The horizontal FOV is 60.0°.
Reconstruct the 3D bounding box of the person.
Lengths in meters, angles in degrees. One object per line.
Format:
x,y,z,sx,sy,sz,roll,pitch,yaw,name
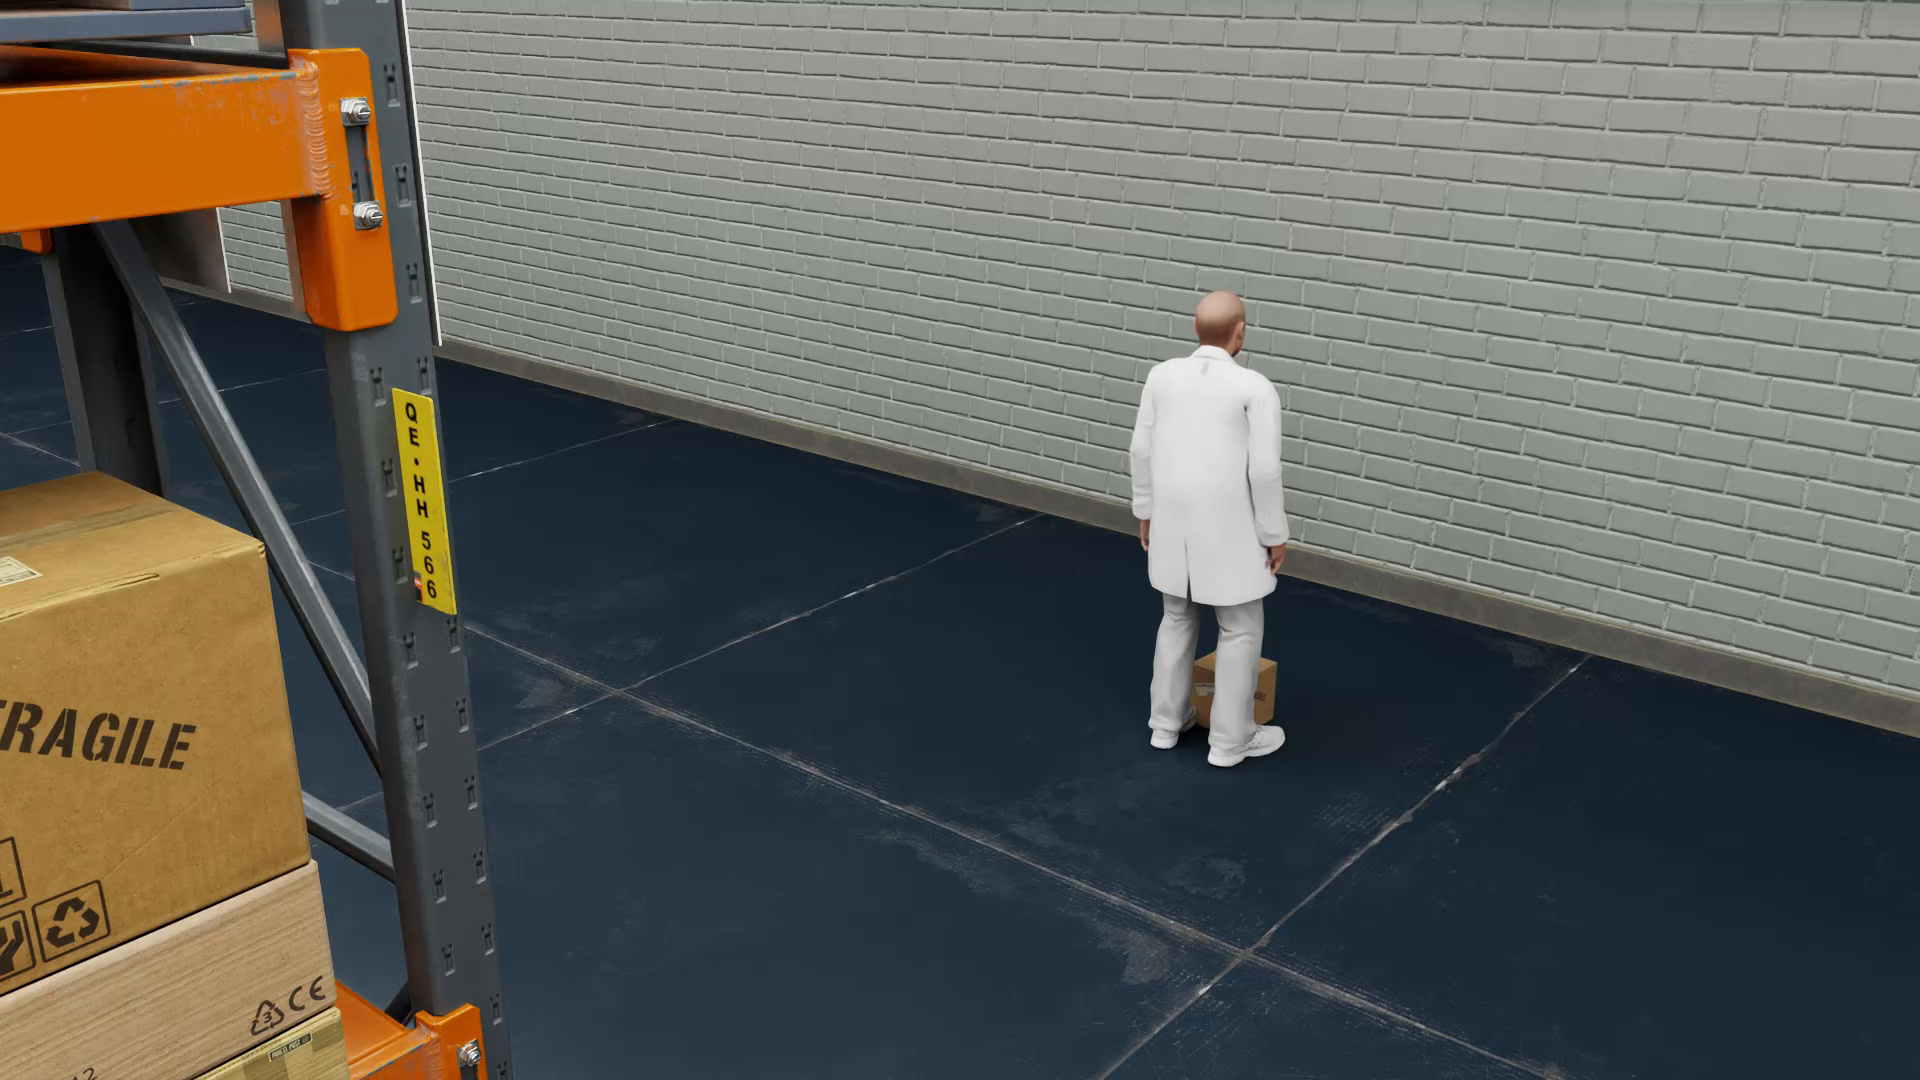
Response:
0.930,-0.042,6.214,0.638,1.772,0.428,14,24,34,person
